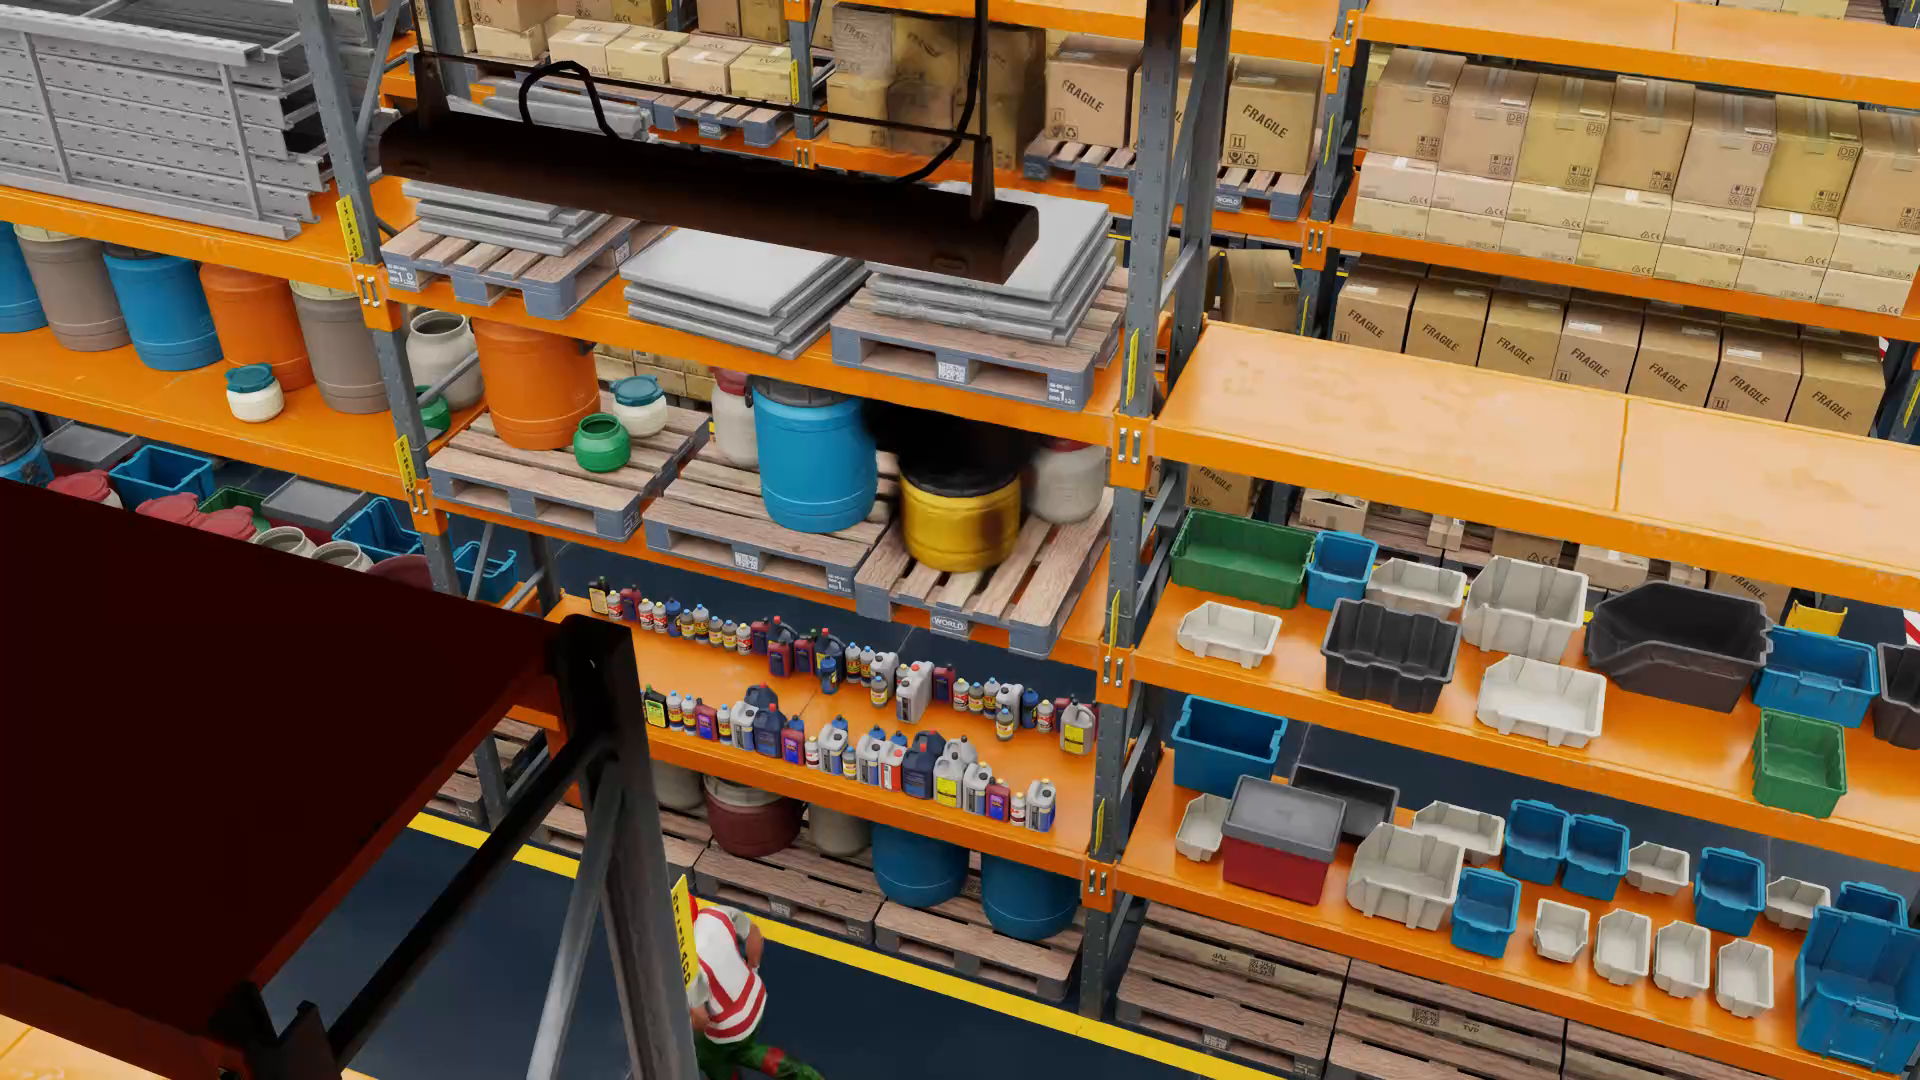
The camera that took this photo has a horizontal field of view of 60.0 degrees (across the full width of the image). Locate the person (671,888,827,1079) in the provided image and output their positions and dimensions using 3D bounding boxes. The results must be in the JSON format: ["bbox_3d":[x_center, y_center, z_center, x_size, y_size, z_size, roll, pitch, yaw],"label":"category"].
[{"bbox_3d":[-1.133,2.491,8.624,0.923,1.723,0.659,8,37,11],"label":"person"}]

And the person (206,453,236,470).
[{"bbox_3d":[-6.595,-1.322,13.852,0.868,1.597,0.736,-5,37,-7],"label":"person"}]
